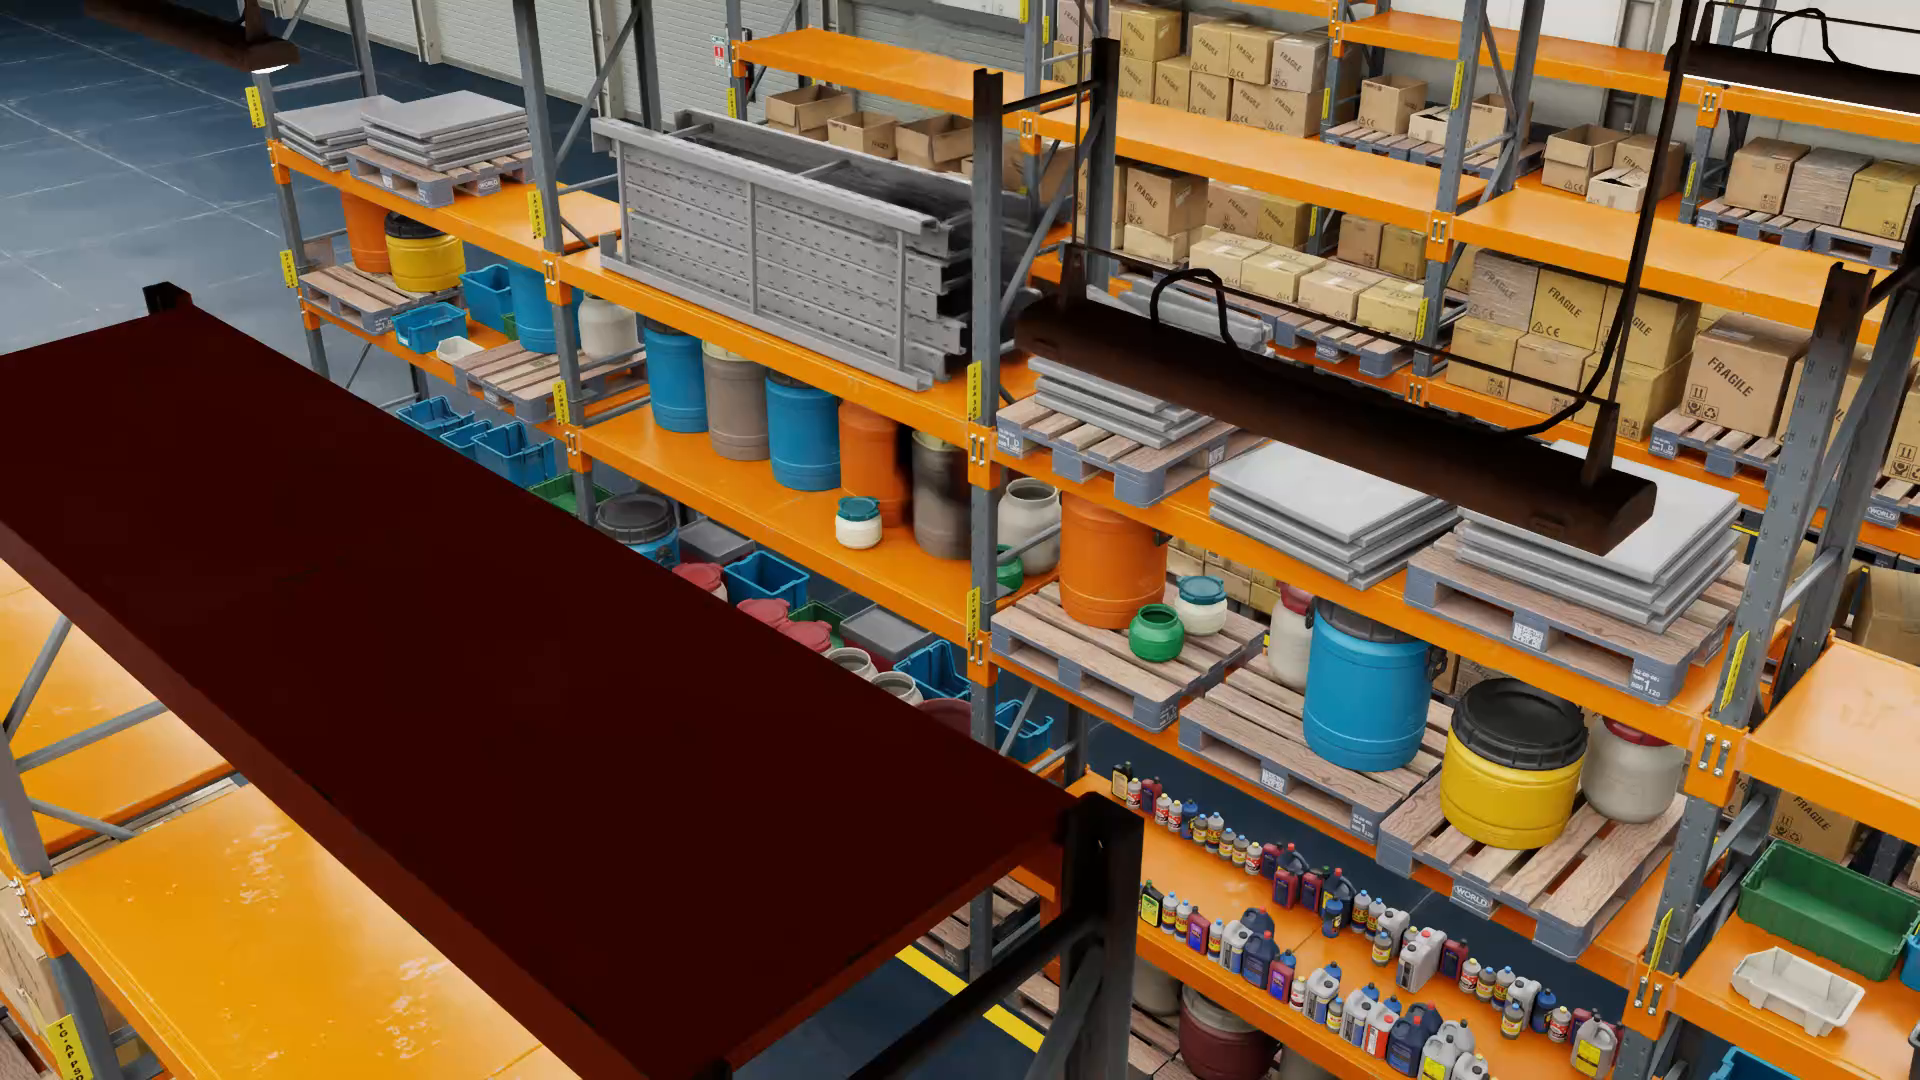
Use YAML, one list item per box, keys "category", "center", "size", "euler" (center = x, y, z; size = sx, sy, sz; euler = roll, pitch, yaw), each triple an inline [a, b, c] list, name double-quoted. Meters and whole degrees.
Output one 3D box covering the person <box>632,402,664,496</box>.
- category: "person"
  center: [-2.873, -0.652, 15.725]
  size: [0.537, 1.667, 0.584]
  euler: [22, 36, 33]
